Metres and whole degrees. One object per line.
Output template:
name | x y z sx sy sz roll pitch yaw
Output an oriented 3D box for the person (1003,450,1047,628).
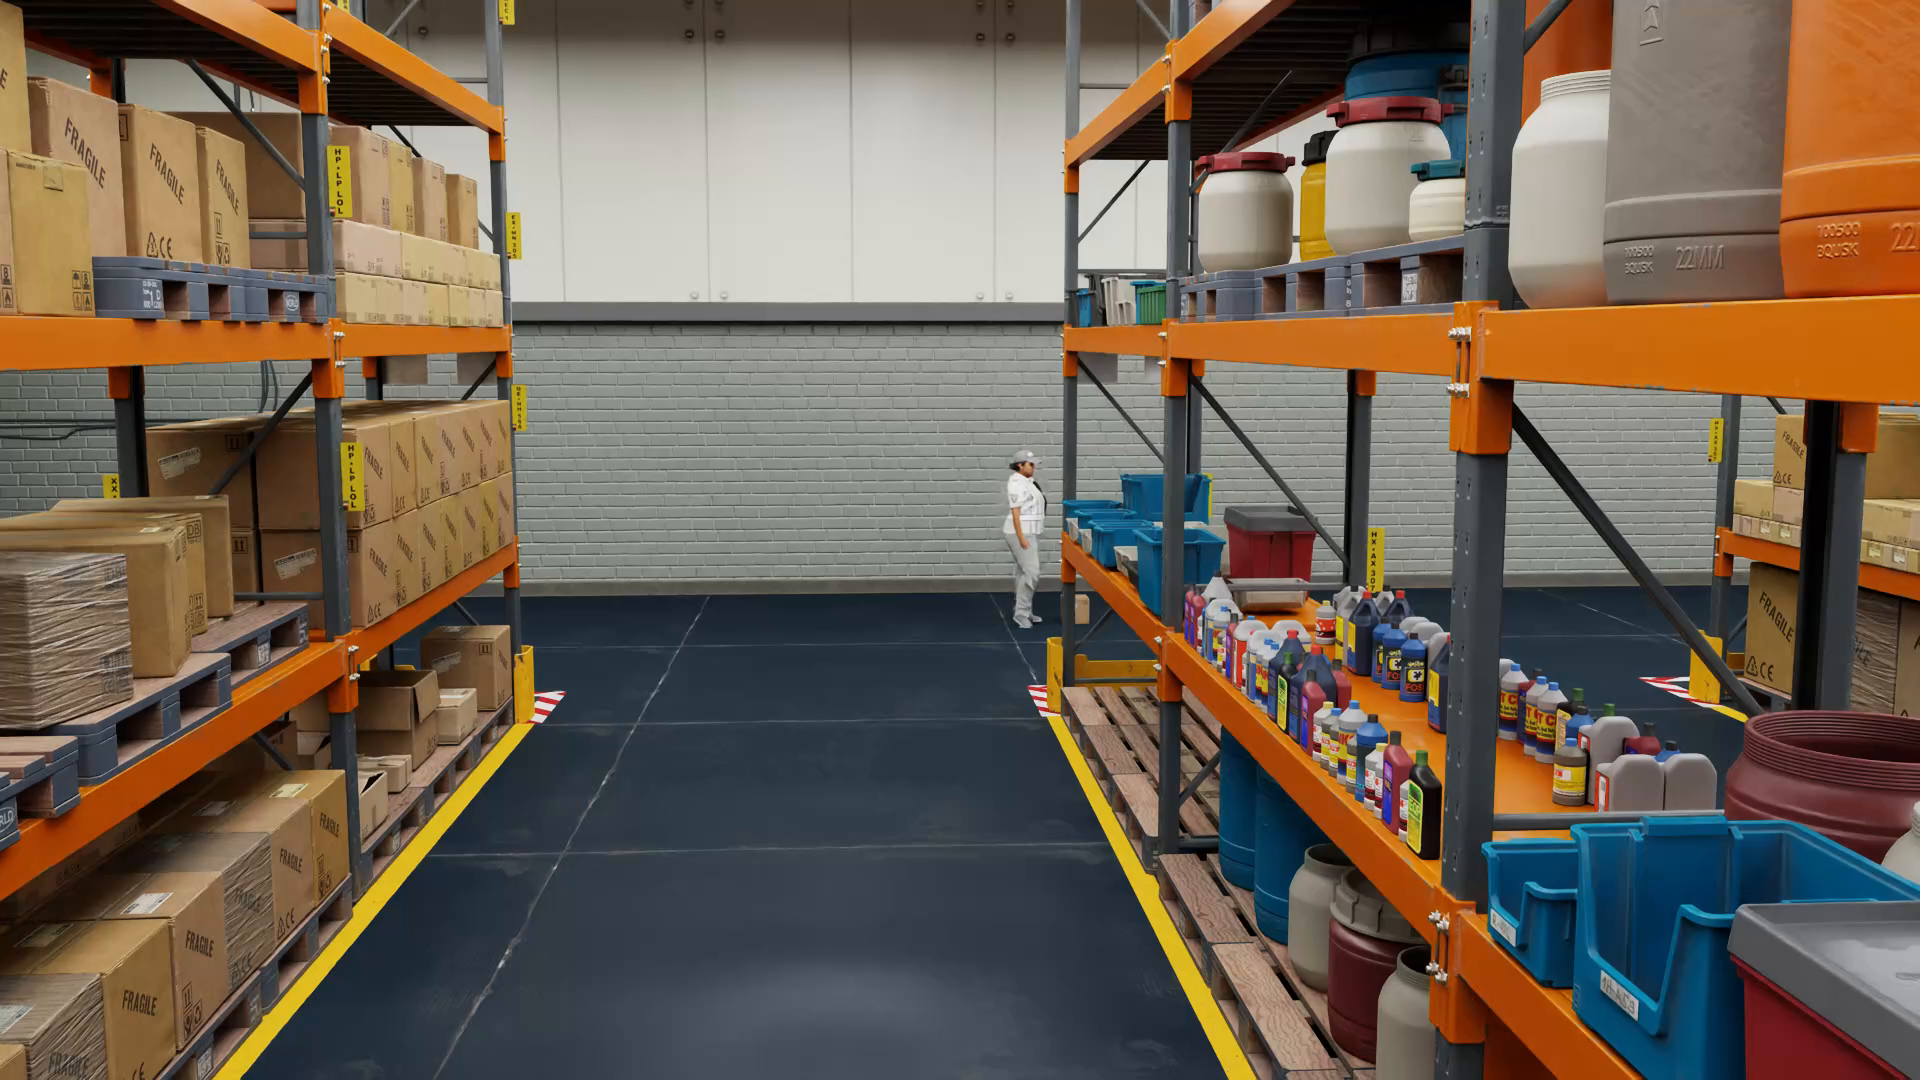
person | 0.608 0.002 15.925 0.382 1.727 0.528 2 7 15
